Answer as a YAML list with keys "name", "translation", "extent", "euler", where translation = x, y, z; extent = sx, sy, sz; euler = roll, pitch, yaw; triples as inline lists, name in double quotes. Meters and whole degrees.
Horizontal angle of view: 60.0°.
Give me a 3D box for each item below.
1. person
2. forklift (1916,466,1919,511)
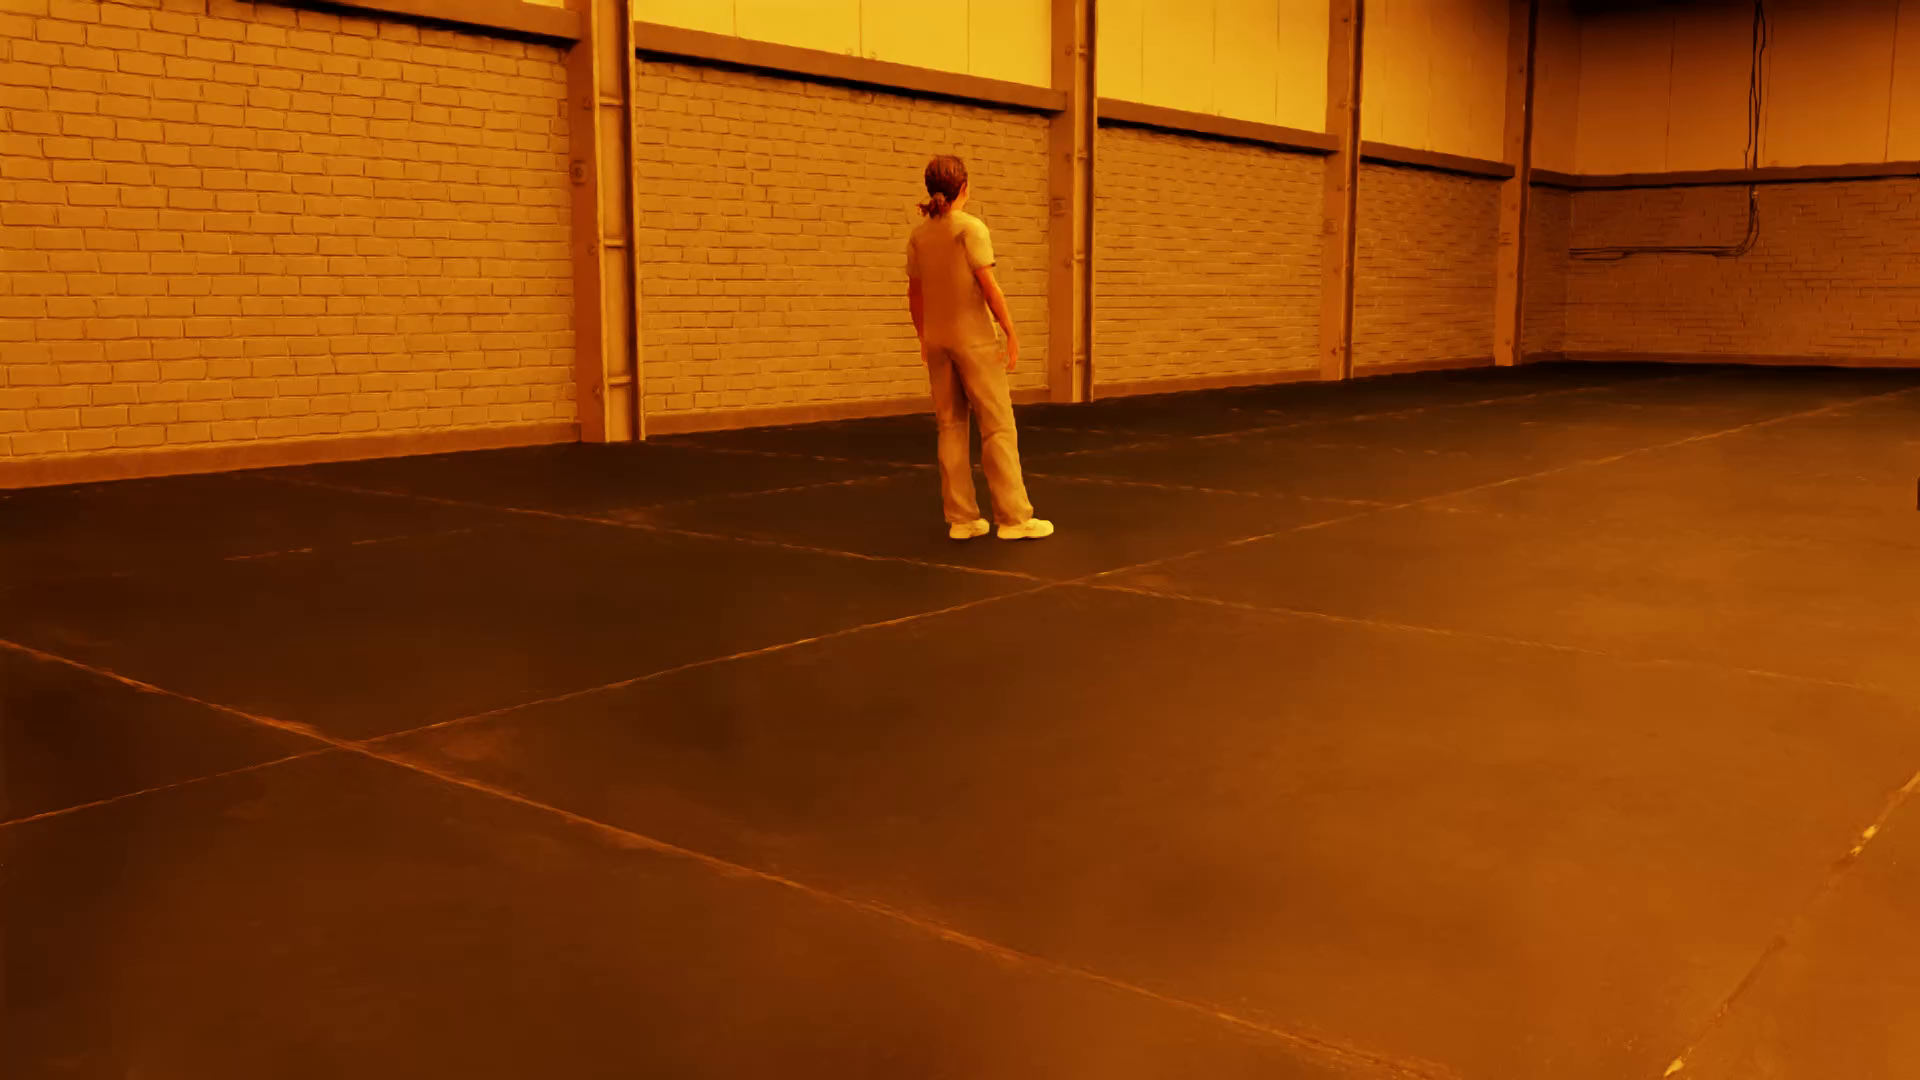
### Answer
- name: "person"
  translation: [0.024, -0.749, 7.314]
  extent: [0.519, 1.361, 0.395]
  euler: [7, 11, 38]
- name: "forklift"
  translation: [6.054, -1.460, 7.262]
  extent: [3.031, 2.935, 1.130]
  euler: [0, 8, -1]
